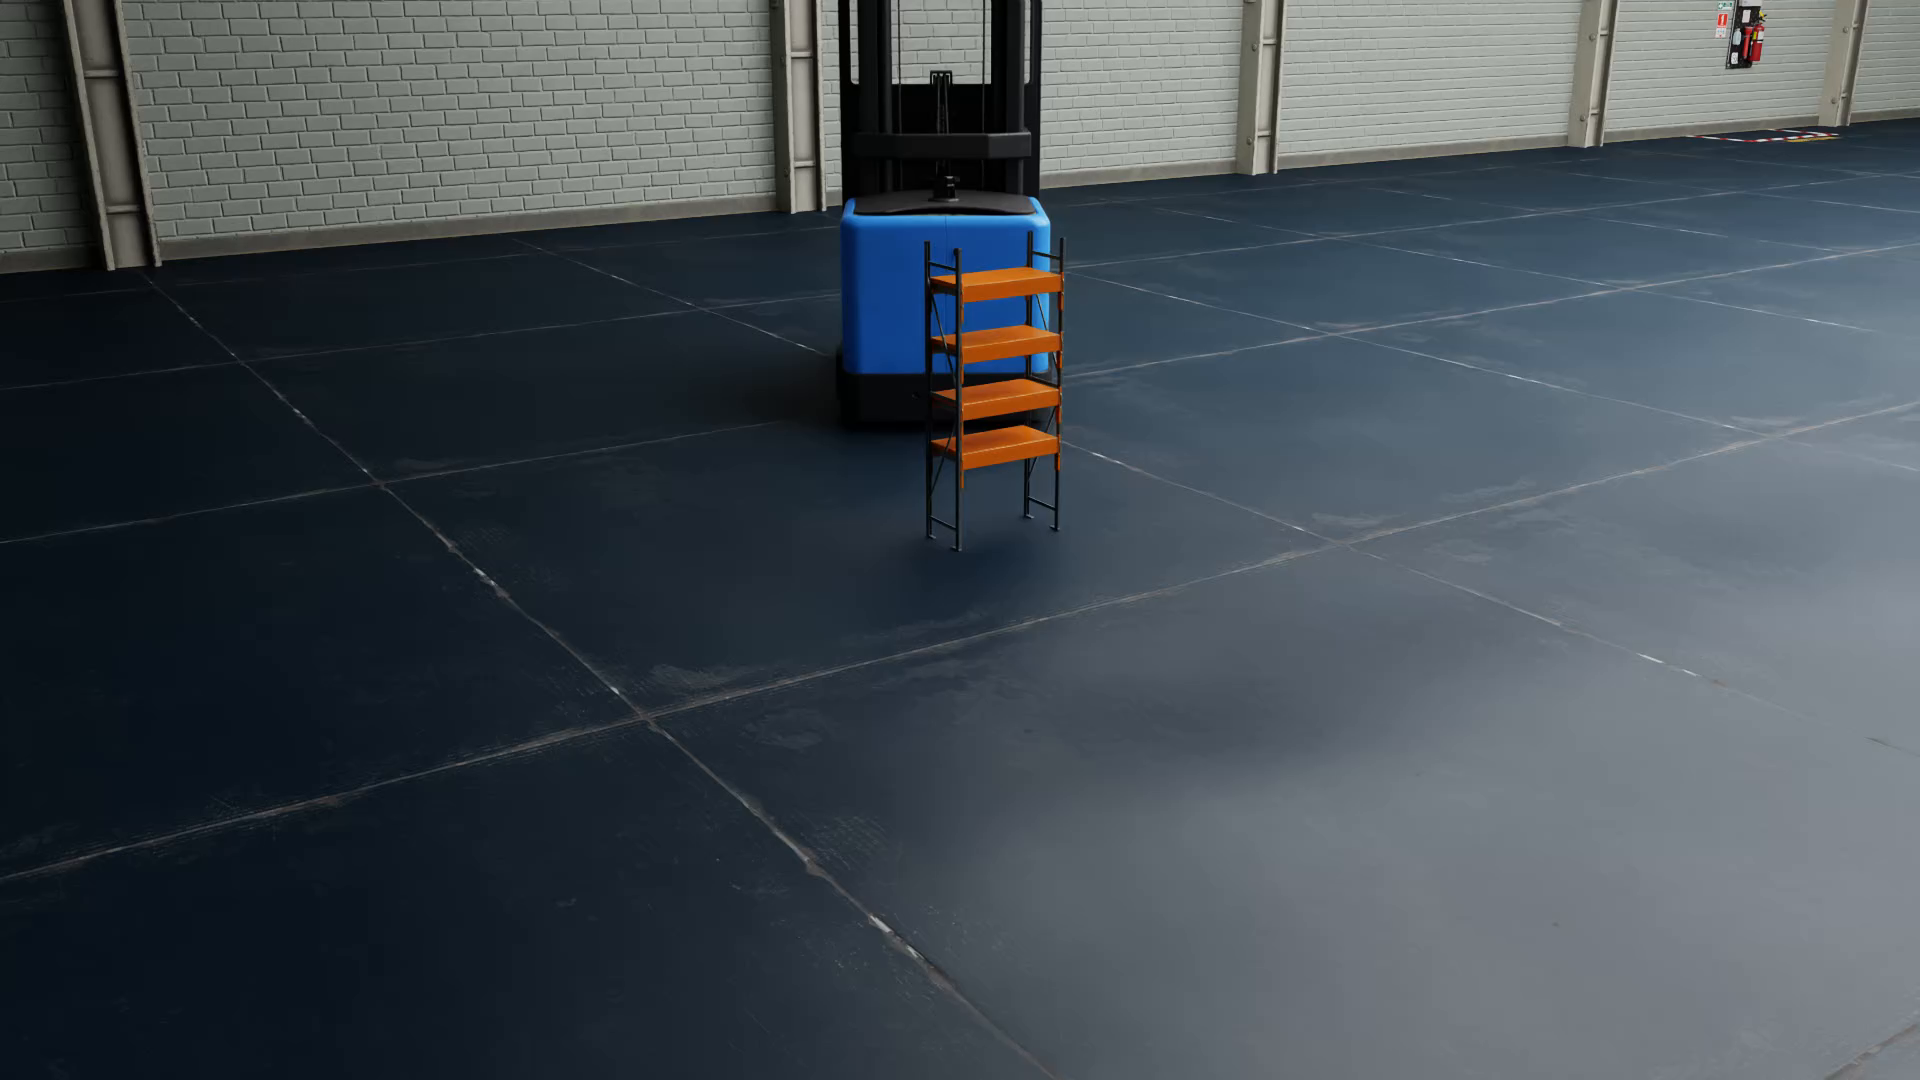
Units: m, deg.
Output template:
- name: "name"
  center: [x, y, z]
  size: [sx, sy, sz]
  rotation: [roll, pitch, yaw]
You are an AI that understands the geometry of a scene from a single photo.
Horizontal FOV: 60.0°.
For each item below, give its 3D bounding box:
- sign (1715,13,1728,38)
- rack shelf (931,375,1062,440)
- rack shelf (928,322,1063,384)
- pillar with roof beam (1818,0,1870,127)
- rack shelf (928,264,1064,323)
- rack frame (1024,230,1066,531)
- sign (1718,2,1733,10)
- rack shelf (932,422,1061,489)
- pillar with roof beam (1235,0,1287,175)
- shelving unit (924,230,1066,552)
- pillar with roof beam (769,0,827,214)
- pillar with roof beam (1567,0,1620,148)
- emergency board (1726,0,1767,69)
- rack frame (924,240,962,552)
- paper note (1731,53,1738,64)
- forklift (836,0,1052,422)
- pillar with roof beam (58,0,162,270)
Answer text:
- name: "sign"
  center: [10.875, -7.347, 23.737]
  size: [0.234, 0.329, 0.001]
  rotation: [-12, 22, -31]
- name: "rack shelf"
  center: [0.138, -0.534, 6.660]
  size: [0.480, 0.148, 0.258]
  rotation: [-12, 22, -31]
- name: "rack shelf"
  center: [0.138, -0.746, 6.589]
  size: [0.480, 0.148, 0.258]
  rotation: [-12, 22, -31]
- name: "pillar with roof beam"
  center: [15.846, -9.515, 20.839]
  size: [0.400, 9.000, 9.100]
  rotation: [-12, 22, -31]
- name: "rack shelf"
  center: [0.138, -0.970, 6.513]
  size: [0.480, 0.148, 0.258]
  rotation: [-12, 22, -31]
- name: "rack frame"
  center: [0.342, -0.641, 6.766]
  size: [0.015, 1.200, 0.240]
  rotation: [-12, 22, -31]
- name: "sign"
  center: [10.884, -7.596, 23.647]
  size: [0.331, 0.109, 0.001]
  rotation: [-12, 22, -31]
- name: "rack shelf"
  center: [0.138, -0.346, 6.724]
  size: [0.480, 0.148, 0.258]
  rotation: [-12, 22, -31]
- name: "pillar with roof beam"
  center: [5.824, -7.401, 14.587]
  size: [0.400, 9.000, 9.100]
  rotation: [-12, 22, -31]
- name: "shelving unit"
  center: [0.138, -0.598, 6.639]
  size: [0.503, 1.200, 0.258]
  rotation: [-12, 22, -31]
- name: "pillar with roof beam"
  center: [0.813, -6.345, 11.461]
  size: [0.400, 9.000, 9.100]
  rotation: [-12, 22, -31]
- name: "pillar with roof beam"
  center: [10.835, -8.458, 17.713]
  size: [0.400, 9.000, 9.100]
  rotation: [-12, 22, -31]
- name: "emergency board"
  center: [11.393, -7.400, 23.949]
  size: [0.643, 1.169, 0.194]
  rotation: [-12, 22, -31]
- name: "rack frame"
  center: [-0.066, -0.555, 6.512]
  size: [0.015, 1.200, 0.240]
  rotation: [-12, 22, -31]
- name: "paper note"
  center: [11.208, -6.970, 24.052]
  size: [0.142, 0.148, 0.016]
  rotation: [-12, 22, -31]
- name: "forklift"
  center: [-0.114, -2.396, 9.255]
  size: [1.130, 2.935, 3.031]
  rotation: [-1, 19, -2]
- name: "pillar with roof beam"
  center: [-4.198, -5.288, 8.335]
  size: [0.400, 9.000, 9.100]
  rotation: [-12, 22, -31]
